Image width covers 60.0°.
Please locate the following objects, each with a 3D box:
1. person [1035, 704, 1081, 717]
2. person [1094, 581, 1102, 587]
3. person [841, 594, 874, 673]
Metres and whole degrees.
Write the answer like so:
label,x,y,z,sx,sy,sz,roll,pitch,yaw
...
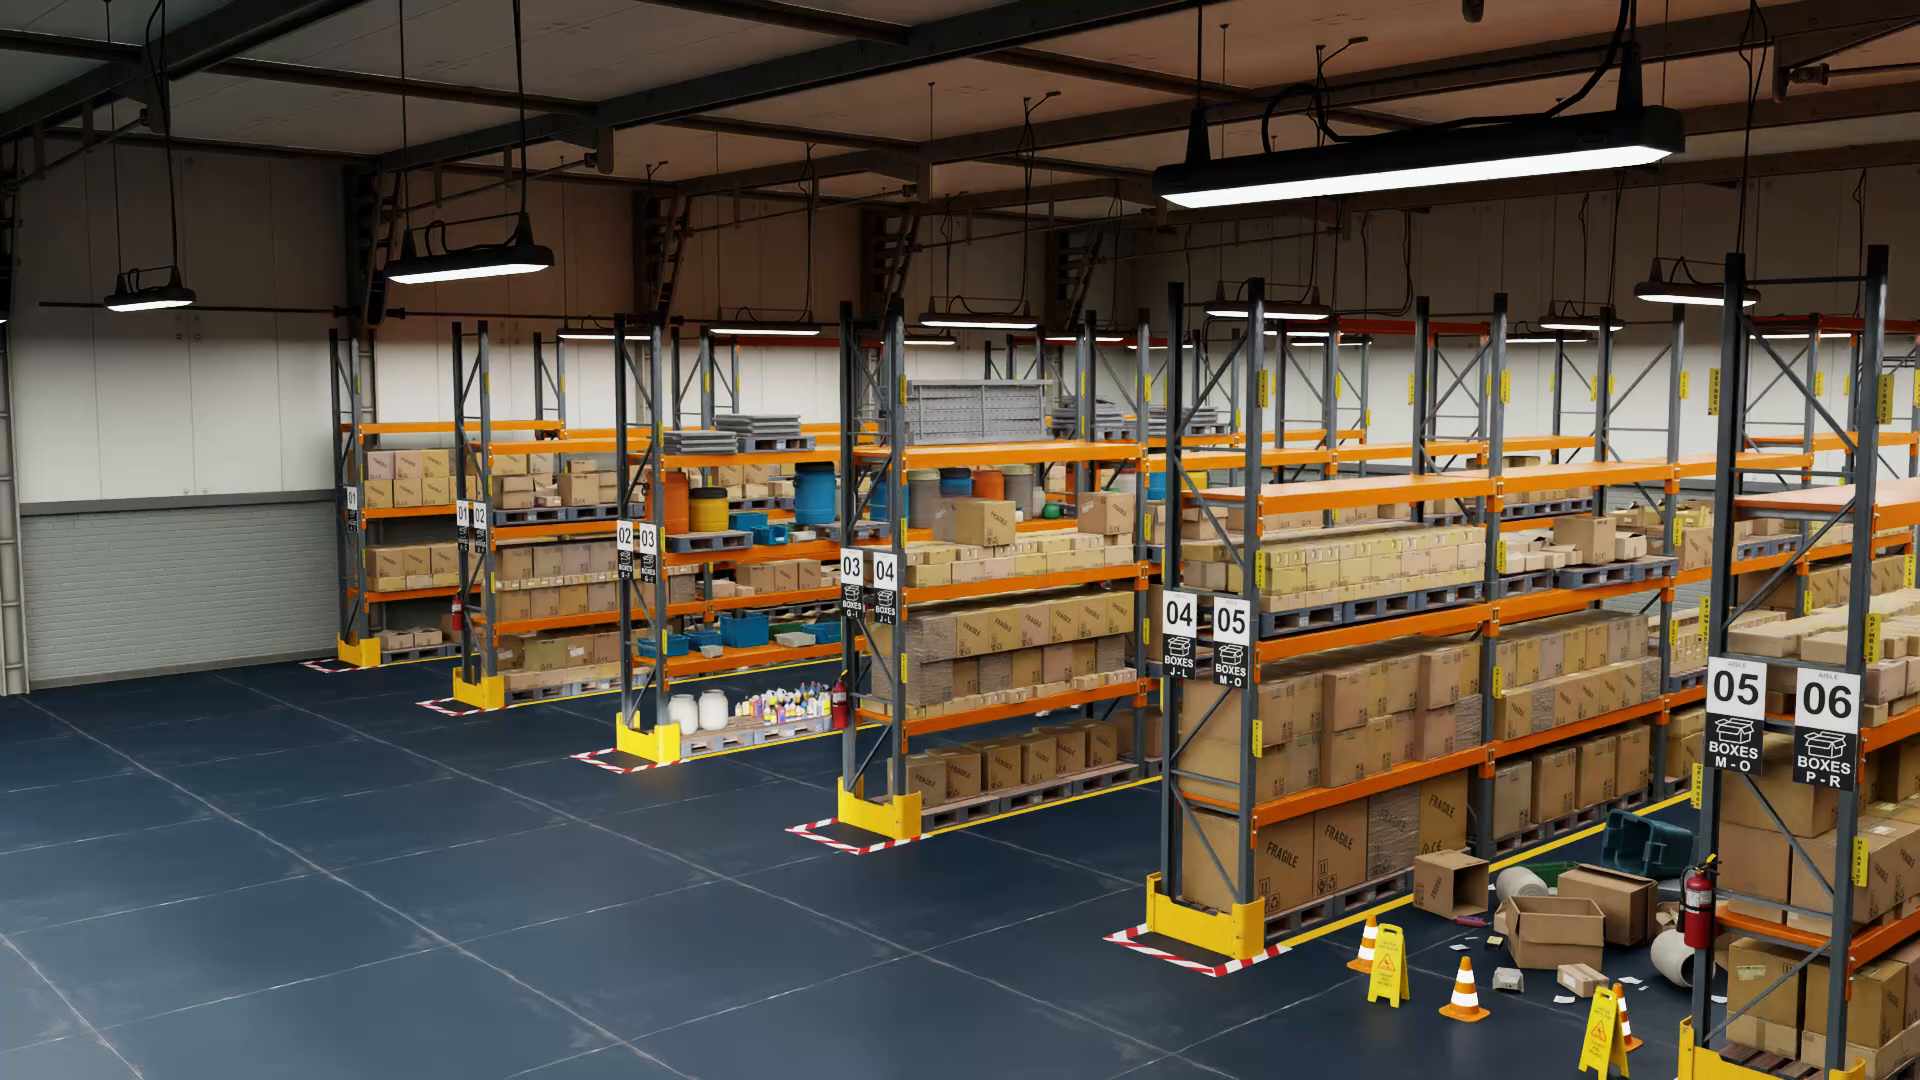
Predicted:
label,x,y,z,sx,sy,sz,roll,pitch,yaw
person,1.514,1.840,25.275,0.475,1.600,1.097,4,7,32
person,2.437,1.139,32.232,0.553,1.664,1.099,6,8,45
person,-1.606,1.499,28.861,1.034,1.605,0.562,-5,8,-43
